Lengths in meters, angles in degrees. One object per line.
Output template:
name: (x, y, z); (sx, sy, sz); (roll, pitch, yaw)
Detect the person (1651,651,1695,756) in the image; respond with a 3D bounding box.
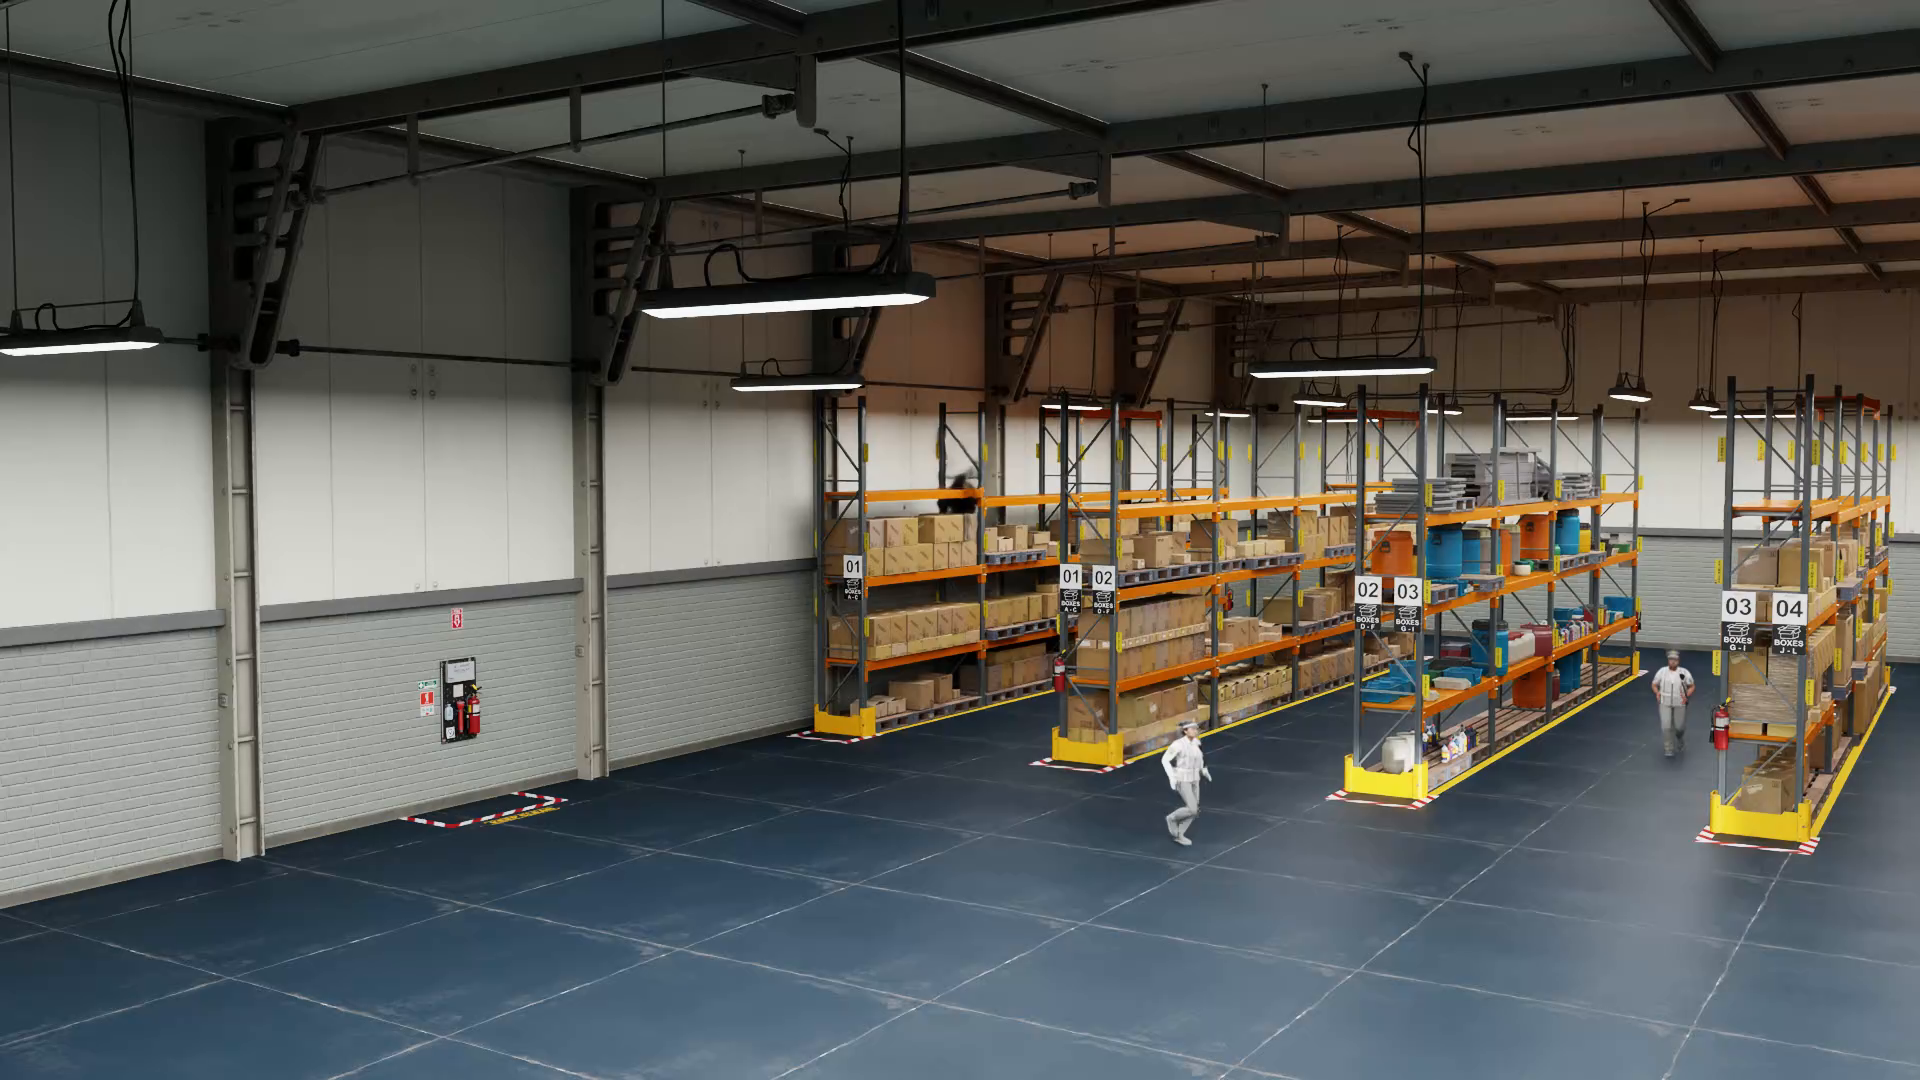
person: (11.778, 2.689, 27.493); (0.661, 1.731, 0.612); (1, 3, 25)

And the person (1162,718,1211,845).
person: (2.914, 3.070, 21.159); (0.594, 1.643, 0.575); (-2, 4, -37)
